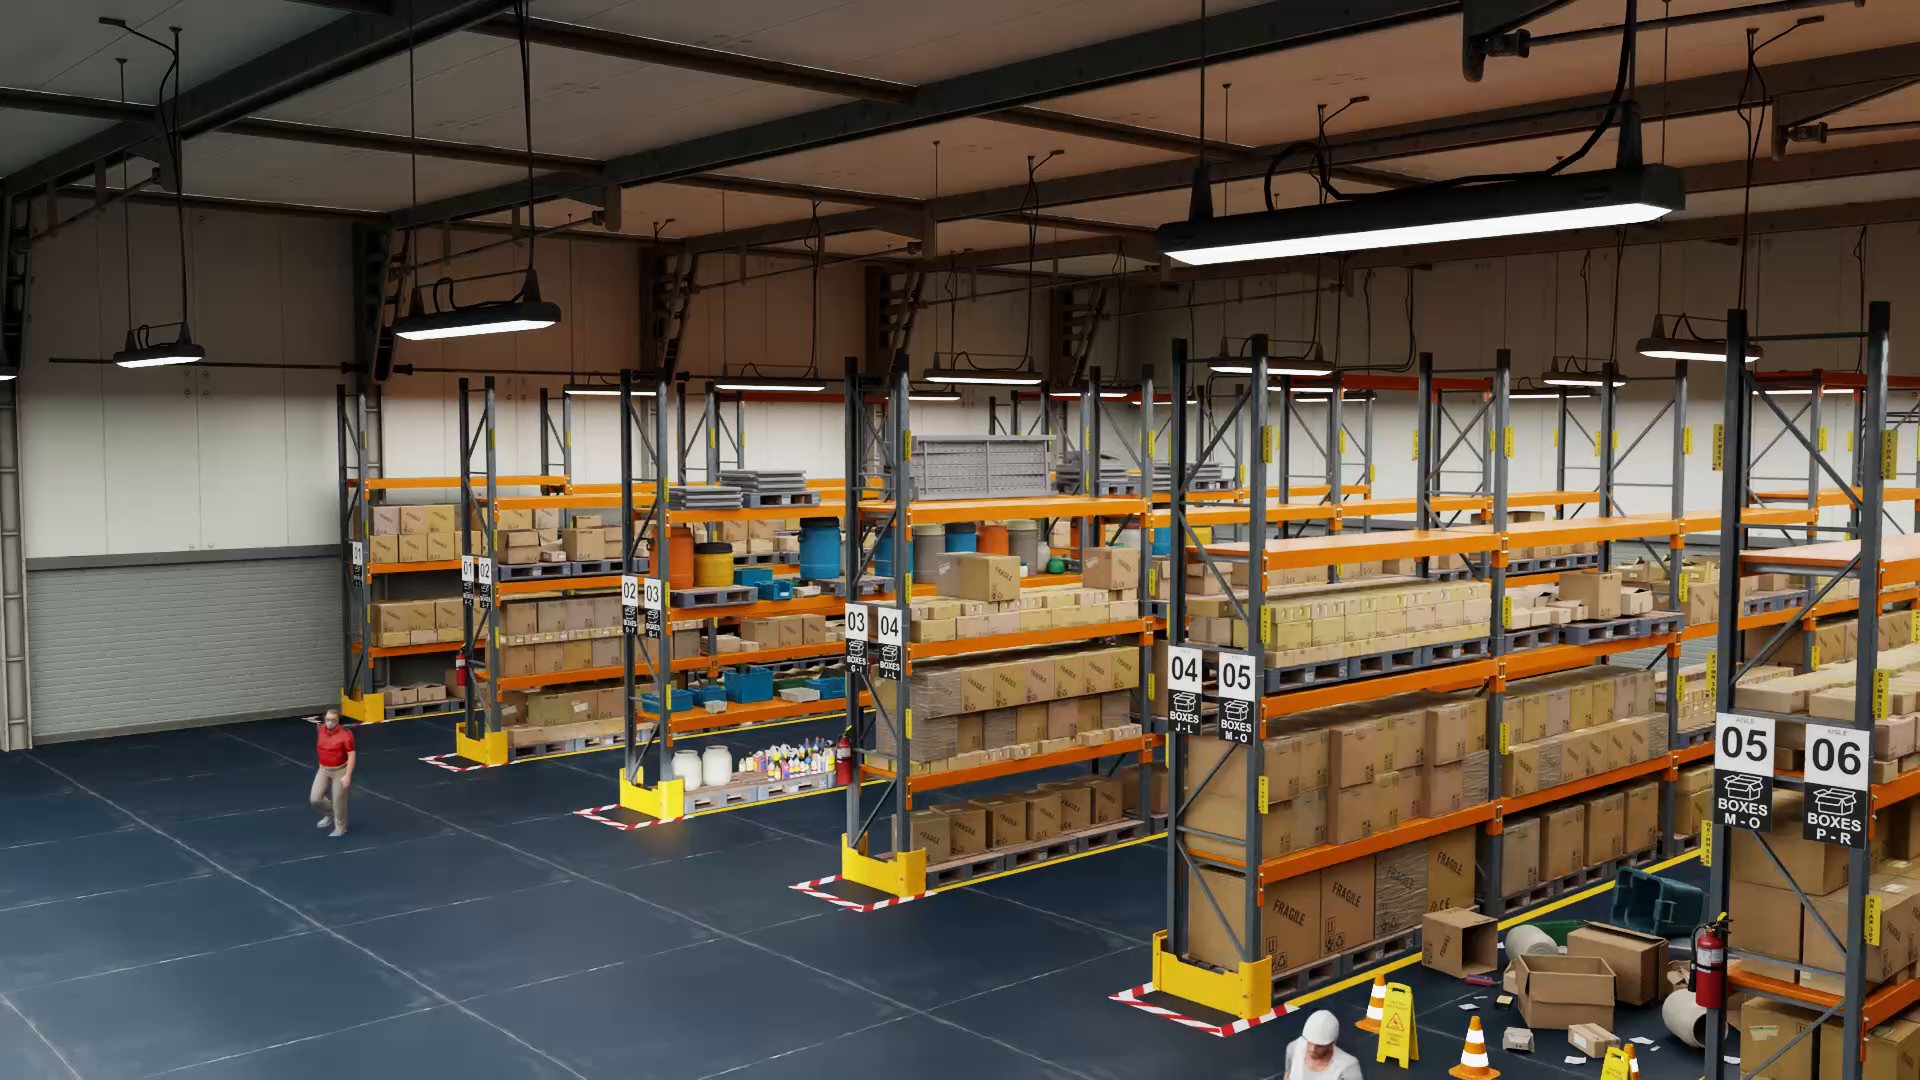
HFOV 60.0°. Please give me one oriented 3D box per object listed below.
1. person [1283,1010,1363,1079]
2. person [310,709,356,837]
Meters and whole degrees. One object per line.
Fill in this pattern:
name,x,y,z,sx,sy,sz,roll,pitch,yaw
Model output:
person,2.195,3.633,10.160,0.814,1.702,0.692,3,5,43
person,-7.937,2.946,21.122,0.693,1.680,0.593,1,4,11
